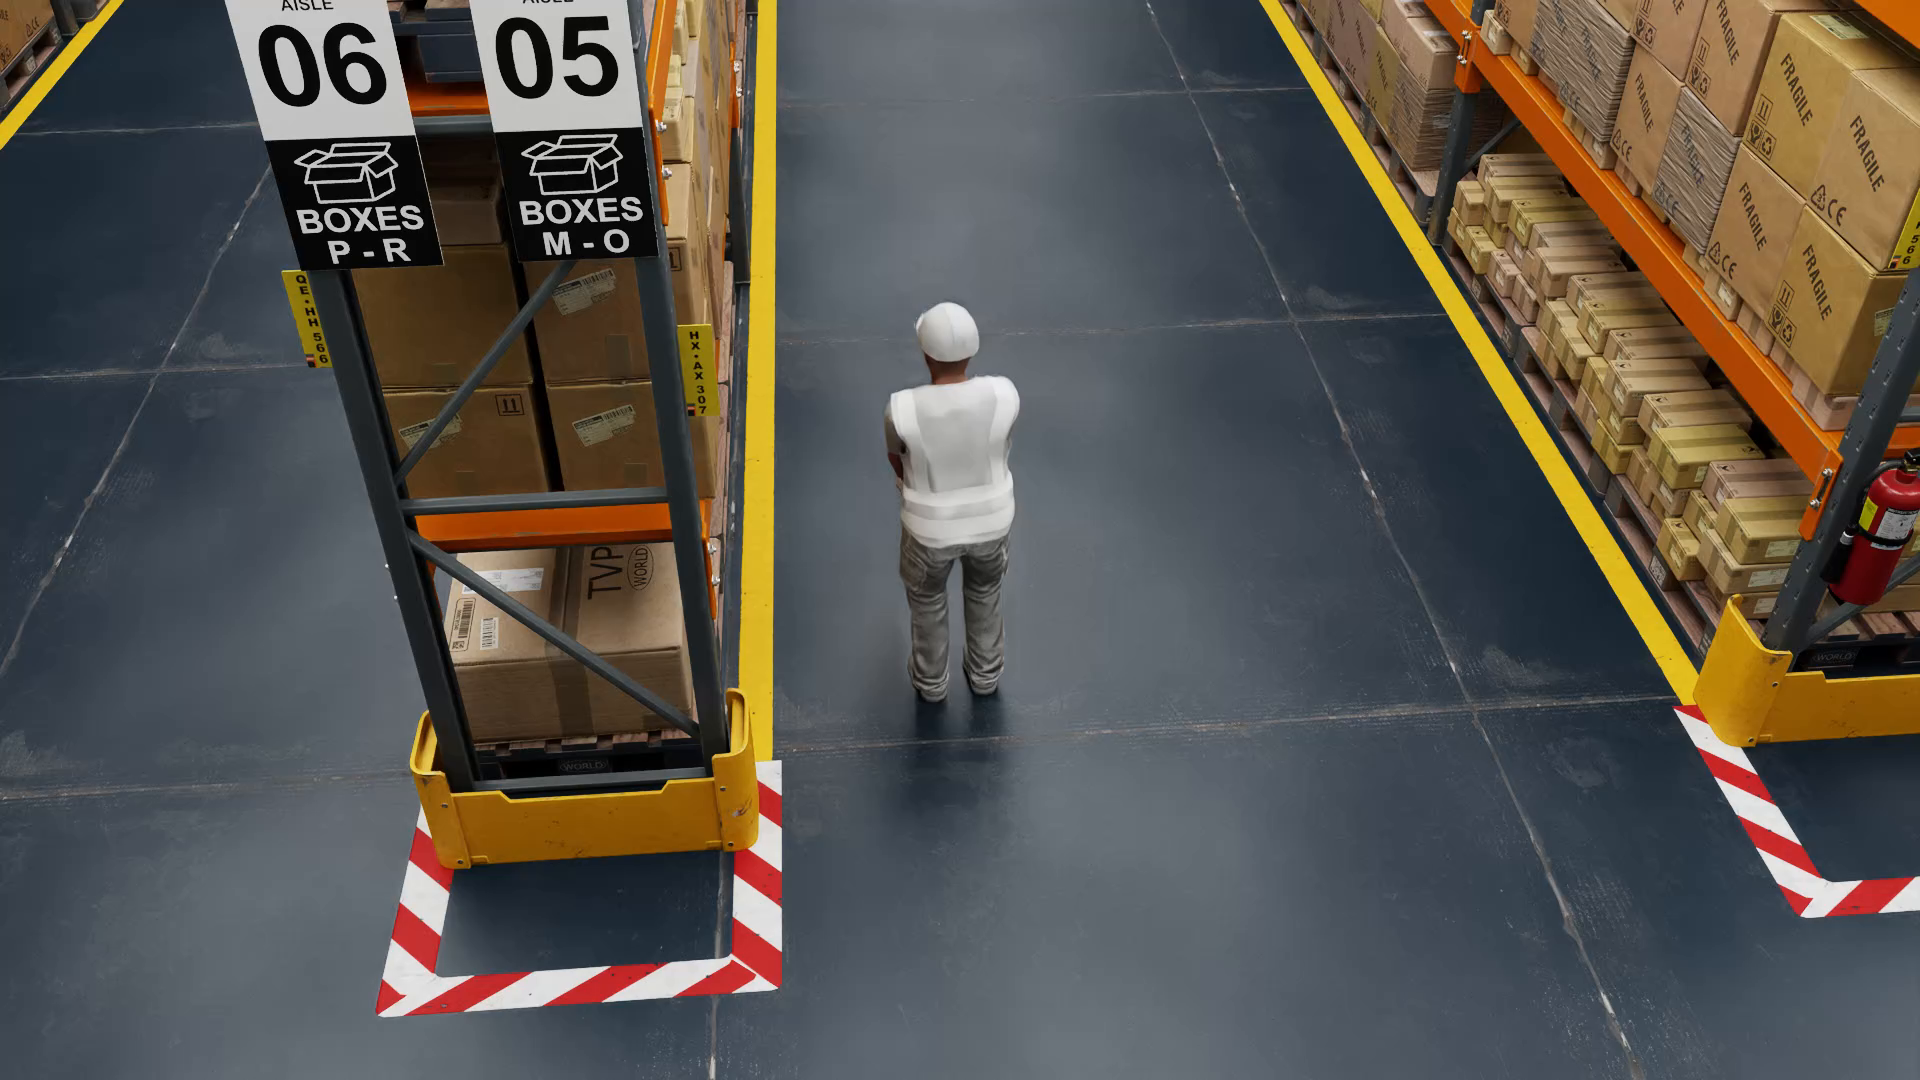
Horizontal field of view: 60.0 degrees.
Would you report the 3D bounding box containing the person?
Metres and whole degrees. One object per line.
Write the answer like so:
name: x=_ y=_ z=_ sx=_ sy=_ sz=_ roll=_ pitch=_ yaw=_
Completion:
person: x=-0.050 y=-0.140 z=6.315 sx=0.491 sy=1.779 sz=0.583 roll=-8 pitch=40 yaw=-10
